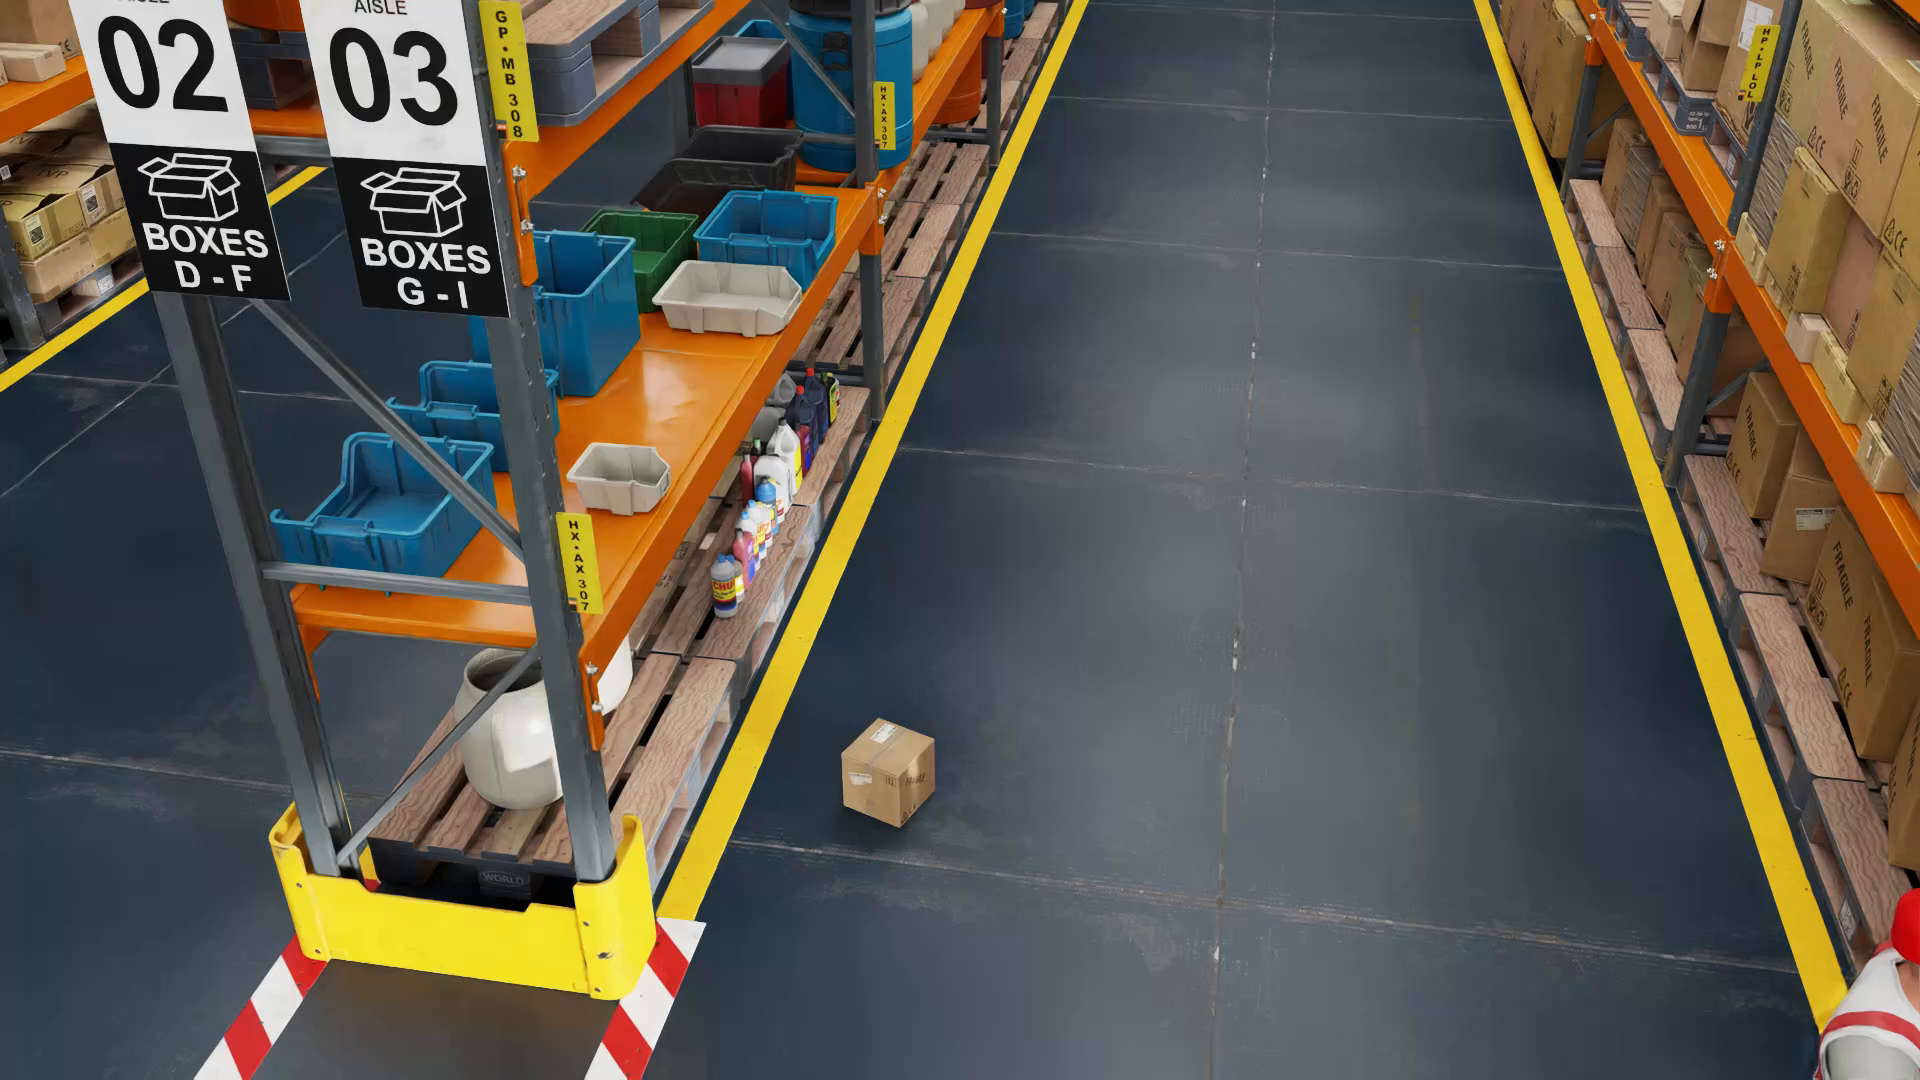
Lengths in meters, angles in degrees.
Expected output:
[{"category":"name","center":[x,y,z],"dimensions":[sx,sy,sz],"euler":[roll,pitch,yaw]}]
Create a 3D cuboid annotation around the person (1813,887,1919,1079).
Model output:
[{"category":"person","center":[2.074,1.474,3.771],"dimensions":[0.517,1.734,1.103],"euler":[-24,39,-33]}]
